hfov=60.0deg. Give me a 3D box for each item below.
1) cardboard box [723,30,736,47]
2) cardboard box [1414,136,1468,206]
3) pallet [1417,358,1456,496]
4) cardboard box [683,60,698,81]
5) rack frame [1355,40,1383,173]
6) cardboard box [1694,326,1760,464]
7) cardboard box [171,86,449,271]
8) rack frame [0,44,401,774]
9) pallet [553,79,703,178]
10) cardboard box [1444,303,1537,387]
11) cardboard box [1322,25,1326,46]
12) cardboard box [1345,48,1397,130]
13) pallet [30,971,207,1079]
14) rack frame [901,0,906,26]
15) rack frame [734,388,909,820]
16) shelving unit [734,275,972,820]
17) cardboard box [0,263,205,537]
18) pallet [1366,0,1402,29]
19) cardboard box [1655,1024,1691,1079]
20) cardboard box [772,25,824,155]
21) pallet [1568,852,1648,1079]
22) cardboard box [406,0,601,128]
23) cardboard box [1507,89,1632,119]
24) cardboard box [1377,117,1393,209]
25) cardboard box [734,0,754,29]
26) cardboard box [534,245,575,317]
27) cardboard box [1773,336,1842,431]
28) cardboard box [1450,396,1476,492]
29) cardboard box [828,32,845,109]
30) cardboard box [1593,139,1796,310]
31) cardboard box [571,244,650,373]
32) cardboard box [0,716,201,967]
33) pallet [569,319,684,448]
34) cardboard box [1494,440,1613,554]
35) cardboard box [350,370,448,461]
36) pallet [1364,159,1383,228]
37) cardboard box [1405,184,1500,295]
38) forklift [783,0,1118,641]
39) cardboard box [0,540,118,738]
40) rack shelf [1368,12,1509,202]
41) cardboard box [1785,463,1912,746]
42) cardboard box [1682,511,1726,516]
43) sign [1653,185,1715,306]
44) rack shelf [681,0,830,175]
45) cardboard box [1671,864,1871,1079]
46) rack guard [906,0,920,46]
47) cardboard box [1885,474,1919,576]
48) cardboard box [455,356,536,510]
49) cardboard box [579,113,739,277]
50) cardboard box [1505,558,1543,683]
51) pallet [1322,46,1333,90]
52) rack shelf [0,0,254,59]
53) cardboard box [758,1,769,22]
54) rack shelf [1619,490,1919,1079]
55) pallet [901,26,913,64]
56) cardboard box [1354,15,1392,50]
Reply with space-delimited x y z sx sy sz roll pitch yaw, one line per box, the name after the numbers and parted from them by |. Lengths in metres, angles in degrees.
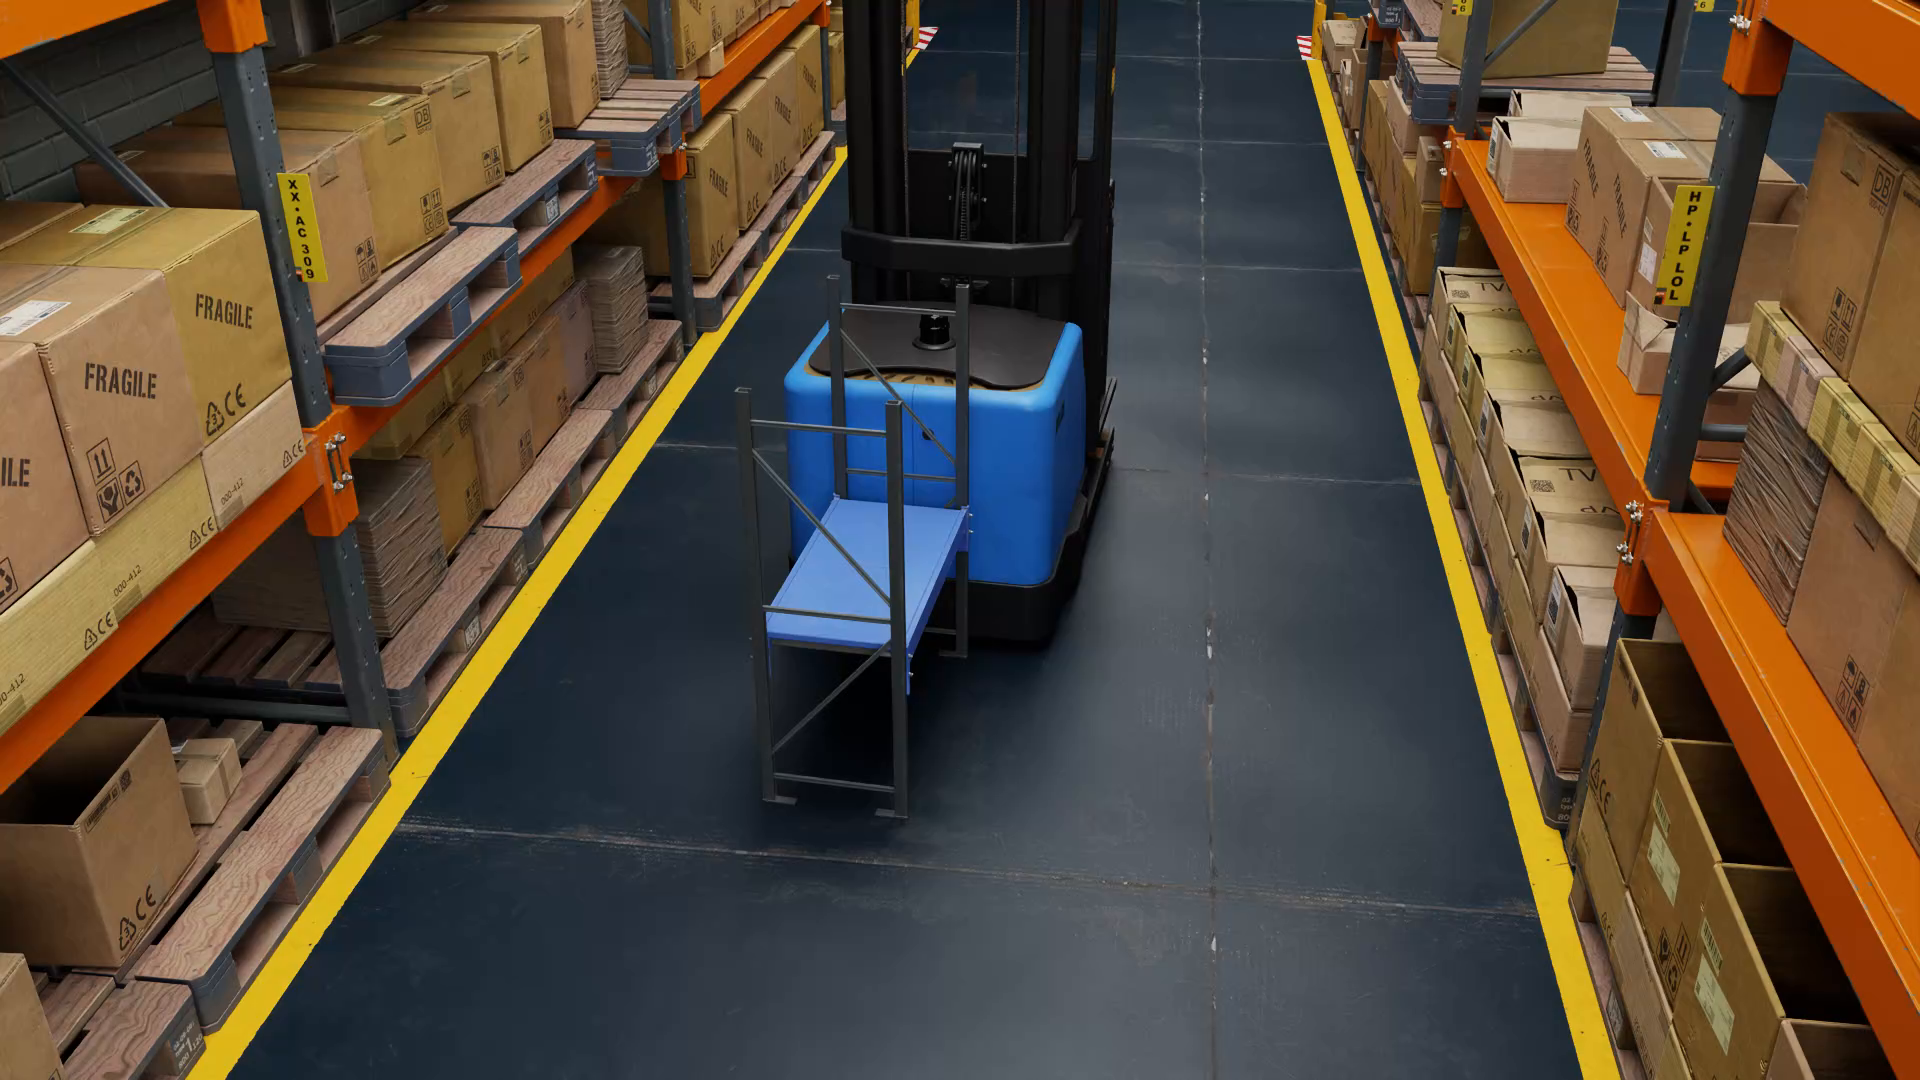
-1.575 -3.087 10.062 0.380 0.149 0.250 4 29 7 | cardboard box
2.826 -2.058 9.289 0.500 0.250 0.500 4 29 8 | cardboard box
2.802 -0.541 8.032 1.003 0.211 1.213 3 28 6 | pallet
-1.665 -2.598 9.154 0.380 0.149 0.250 4 29 7 | cardboard box
3.432 -4.037 11.581 1.000 3.000 0.127 3 28 6 | rack frame
2.468 -0.440 5.062 0.500 0.250 0.500 5 29 9 | cardboard box
-2.294 -1.295 5.923 0.700 0.500 0.500 6 29 11 | cardboard box
-2.465 -0.557 5.122 1.000 3.000 0.127 3 28 6 | rack frame
-1.957 -2.014 8.028 1.213 0.211 1.003 3 28 6 | pallet
2.530 -0.898 7.620 0.500 0.311 0.500 3 28 5 | cardboard box
3.499 -4.571 15.096 0.380 0.166 0.250 3 28 6 | cardboard box
3.220 -3.415 12.598 0.500 0.500 0.500 3 28 6 | cardboard box
-2.660 1.564 4.124 1.003 0.211 1.213 3 28 6 | pallet
-0.995 -6.206 15.607 1.000 3.000 0.127 3 28 6 | rack frame
-0.417 0.239 5.225 0.500 1.500 0.032 5 29 10 | rack frame
-0.316 0.003 5.664 0.538 1.500 1.048 5 29 10 | shelving unit
-2.272 -0.355 4.092 0.500 0.500 0.500 3 28 6 | cardboard box
3.225 -3.583 10.940 1.003 0.211 1.213 3 28 6 | pallet
1.961 1.425 3.899 0.500 0.250 0.500 3 28 6 | cardboard box
-1.436 -3.248 11.940 0.750 0.750 0.750 4 29 7 | cardboard box
2.312 1.328 4.562 1.003 0.211 1.213 3 28 6 | pallet
-2.064 -2.192 7.586 0.700 0.500 0.500 1 28 1 | cardboard box
2.854 -1.946 7.794 0.500 0.311 0.500 5 29 9 | cardboard box
3.008 -2.430 10.770 0.500 0.500 0.500 4 29 7 | cardboard box
-1.526 -3.317 9.805 0.500 0.500 0.500 3 28 6 | cardboard box
-2.144 -1.257 7.802 0.500 0.250 0.500 4 29 7 | cardboard box
2.196 -0.368 3.980 0.380 0.149 0.250 4 29 7 | cardboard box
2.468 -0.417 7.318 0.500 0.250 0.500 3 28 5 | cardboard box
-1.292 -3.754 13.248 0.700 0.500 0.500 4 29 7 | cardboard box
2.688 -1.160 6.135 0.500 0.500 0.500 3 28 6 | cardboard box
-2.012 -1.192 8.471 0.700 0.500 0.500 4 29 7 | cardboard box
-2.553 0.840 4.700 0.500 0.500 0.500 1 28 2 | cardboard box
-2.072 -0.845 8.596 1.003 0.211 1.213 3 28 6 | pallet
2.338 -0.180 6.286 0.500 0.311 0.500 3 28 6 | cardboard box
-2.341 -0.536 6.463 0.500 0.250 0.500 3 28 5 | cardboard box
3.370 -2.424 11.528 1.003 0.211 1.213 3 28 6 | pallet
2.823 -1.701 9.417 0.500 0.500 0.500 4 29 8 | cardboard box
0.124 -1.583 7.098 1.130 2.935 3.031 5 29 10 | forklift
-2.338 0.212 3.831 0.500 0.250 0.500 3 28 6 | cardboard box
3.187 -2.779 10.004 1.077 0.370 4.000 3 28 6 | rack shelf
2.345 0.143 3.717 0.700 0.500 0.500 3 28 6 | cardboard box
2.816 0.092 5.782 0.500 0.311 0.500 3 28 6 | cardboard box
1.912 -0.773 4.385 0.100 0.325 0.005 3 28 6 | sign
-1.730 -3.065 10.535 1.077 0.370 4.000 3 28 6 | rack shelf
1.962 1.095 3.721 0.500 0.500 0.500 3 28 6 | cardboard box
-0.992 -5.117 16.221 1.175 0.500 0.348 3 28 6 | rack guard
2.102 -0.005 3.307 0.380 0.149 0.250 2 28 5 | cardboard box
-2.276 -0.482 7.154 0.700 0.500 0.500 4 29 7 | cardboard box
-1.755 -2.017 9.656 0.750 0.750 0.750 3 28 6 | cardboard box
2.278 0.304 5.979 0.500 0.250 0.500 3 28 5 | cardboard box
3.816 -4.281 14.974 1.003 0.211 1.213 3 28 6 | pallet
-2.710 -0.620 2.834 1.077 0.370 4.000 3 28 6 | rack shelf
-1.445 -3.450 10.736 0.380 0.149 0.250 3 28 5 | cardboard box
2.206 0.987 3.014 1.077 0.370 4.000 3 28 6 | rack shelf
-1.015 -4.597 15.561 1.003 0.211 1.213 3 28 6 | pallet
3.657 -4.016 13.711 0.797 0.503 0.637 3 28 6 | cardboard box
